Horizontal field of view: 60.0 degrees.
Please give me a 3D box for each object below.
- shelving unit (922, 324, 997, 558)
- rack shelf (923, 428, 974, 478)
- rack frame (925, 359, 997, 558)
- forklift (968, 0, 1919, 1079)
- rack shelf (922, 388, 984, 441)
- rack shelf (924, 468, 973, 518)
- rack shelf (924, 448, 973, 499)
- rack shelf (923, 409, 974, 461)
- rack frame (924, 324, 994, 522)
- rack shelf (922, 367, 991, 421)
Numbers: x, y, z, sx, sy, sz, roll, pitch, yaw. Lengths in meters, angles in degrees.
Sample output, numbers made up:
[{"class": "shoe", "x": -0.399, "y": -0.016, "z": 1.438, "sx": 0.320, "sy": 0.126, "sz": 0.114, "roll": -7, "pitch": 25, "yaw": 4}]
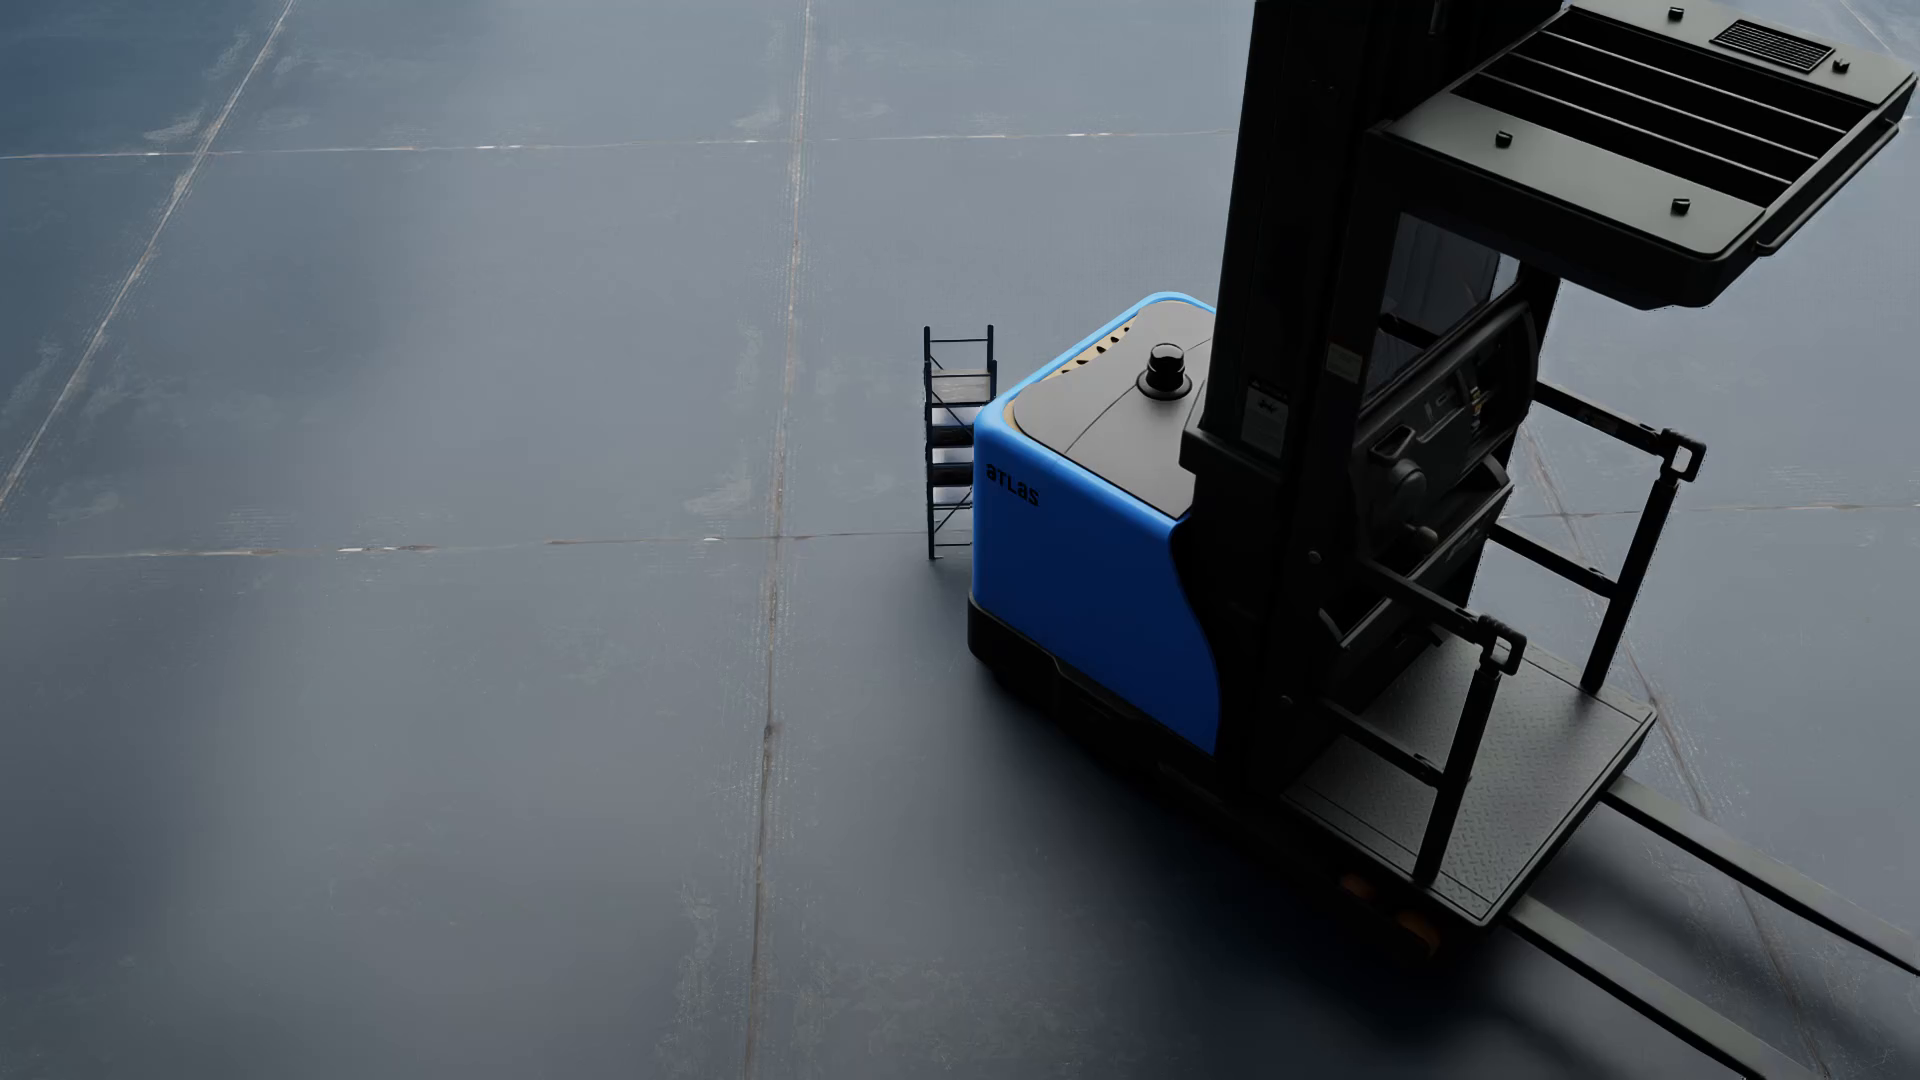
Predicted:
[{"class": "shelving unit", "x": 0.000, "y": -0.337, "z": 5.952, "sx": 0.258, "sy": 0.900, "sz": 0.210, "roll": -2, "pitch": 43, "yaw": -2}, {"class": "rack shelf", "x": 0.000, "y": -0.313, "z": 5.974, "sx": 0.258, "sy": 0.077, "sz": 0.200, "roll": -2, "pitch": 43, "yaw": -2}, {"class": "rack frame", "x": 0.004, "y": -0.269, "z": 5.877, "sx": 0.240, "sy": 0.900, "sz": 0.006, "roll": -2, "pitch": 43, "yaw": -2}, {"class": "forklift", "x": 1.450, "y": -0.236, "z": 4.338, "sx": 3.031, "sy": 2.935, "sz": 1.130, "roll": 32, "pitch": 51, "yaw": 30}, {"class": "rack shelf", "x": 0.000, "y": -0.445, "z": 5.853, "sx": 0.258, "sy": 0.077, "sz": 0.200, "roll": -2, "pitch": 43, "yaw": -2}, {"class": "rack shelf", "x": 0.000, "y": -0.180, "z": 6.096, "sx": 0.258, "sy": 0.077, "sz": 0.200, "roll": -2, "pitch": 43, "yaw": -2}, {"class": "rack shelf", "x": 0.000, "y": -0.246, "z": 6.035, "sx": 0.258, "sy": 0.077, "sz": 0.200, "roll": -2, "pitch": 43, "yaw": -2}, {"class": "rack shelf", "x": 0.000, "y": -0.379, "z": 5.914, "sx": 0.258, "sy": 0.077, "sz": 0.200, "roll": -2, "pitch": 43, "yaw": -2}, {"class": "rack frame", "x": -0.005, "y": -0.406, "z": 6.027, "sx": 0.240, "sy": 0.900, "sz": 0.006, "roll": -2, "pitch": 43, "yaw": -2}, {"class": "rack shelf", "x": 0.000, "y": -0.512, "z": 5.792, "sx": 0.258, "sy": 0.077, "sz": 0.200, "roll": -2, "pitch": 43, "yaw": -2}]
